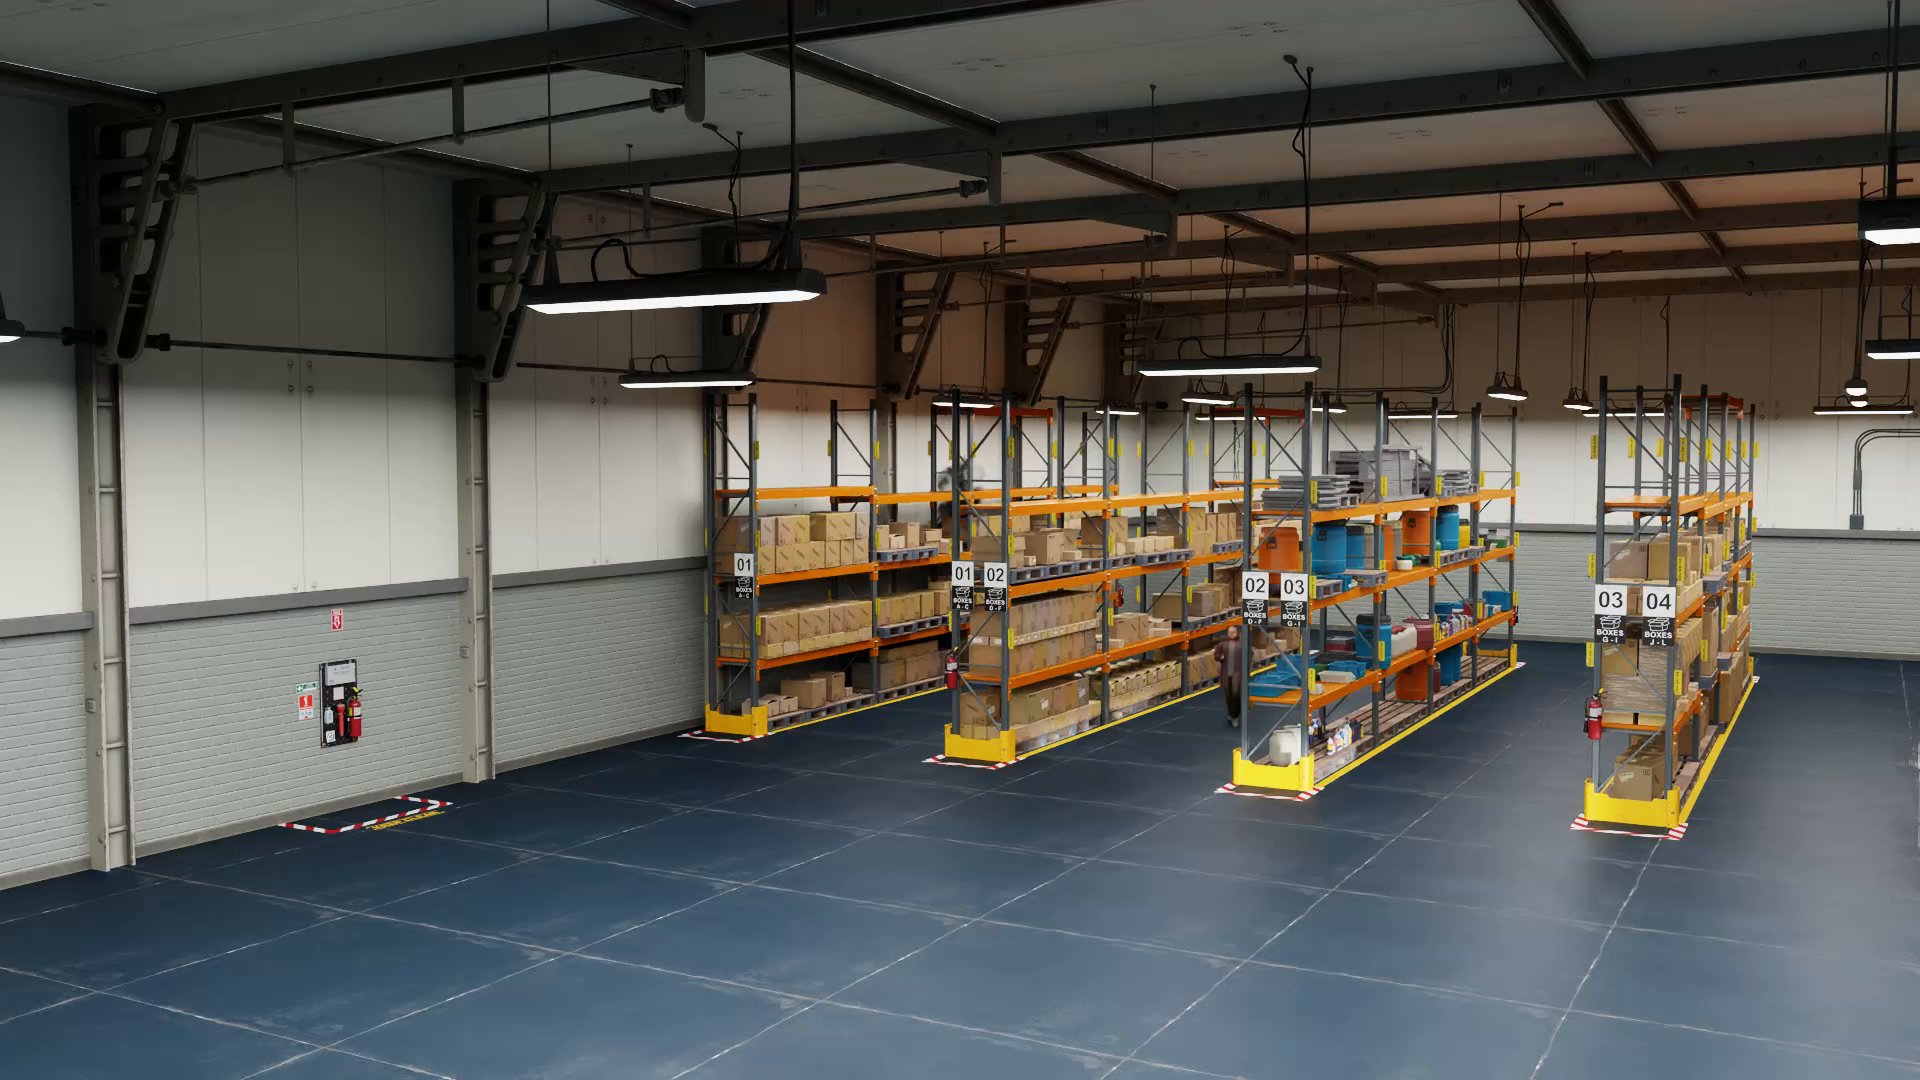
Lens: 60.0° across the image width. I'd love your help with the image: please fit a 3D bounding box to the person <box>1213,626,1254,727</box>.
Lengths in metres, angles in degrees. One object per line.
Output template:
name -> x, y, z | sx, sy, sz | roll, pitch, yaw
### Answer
person -> 4.952, 2.487, 30.253 | 0.688, 1.834, 0.785 | 1, 3, 21
